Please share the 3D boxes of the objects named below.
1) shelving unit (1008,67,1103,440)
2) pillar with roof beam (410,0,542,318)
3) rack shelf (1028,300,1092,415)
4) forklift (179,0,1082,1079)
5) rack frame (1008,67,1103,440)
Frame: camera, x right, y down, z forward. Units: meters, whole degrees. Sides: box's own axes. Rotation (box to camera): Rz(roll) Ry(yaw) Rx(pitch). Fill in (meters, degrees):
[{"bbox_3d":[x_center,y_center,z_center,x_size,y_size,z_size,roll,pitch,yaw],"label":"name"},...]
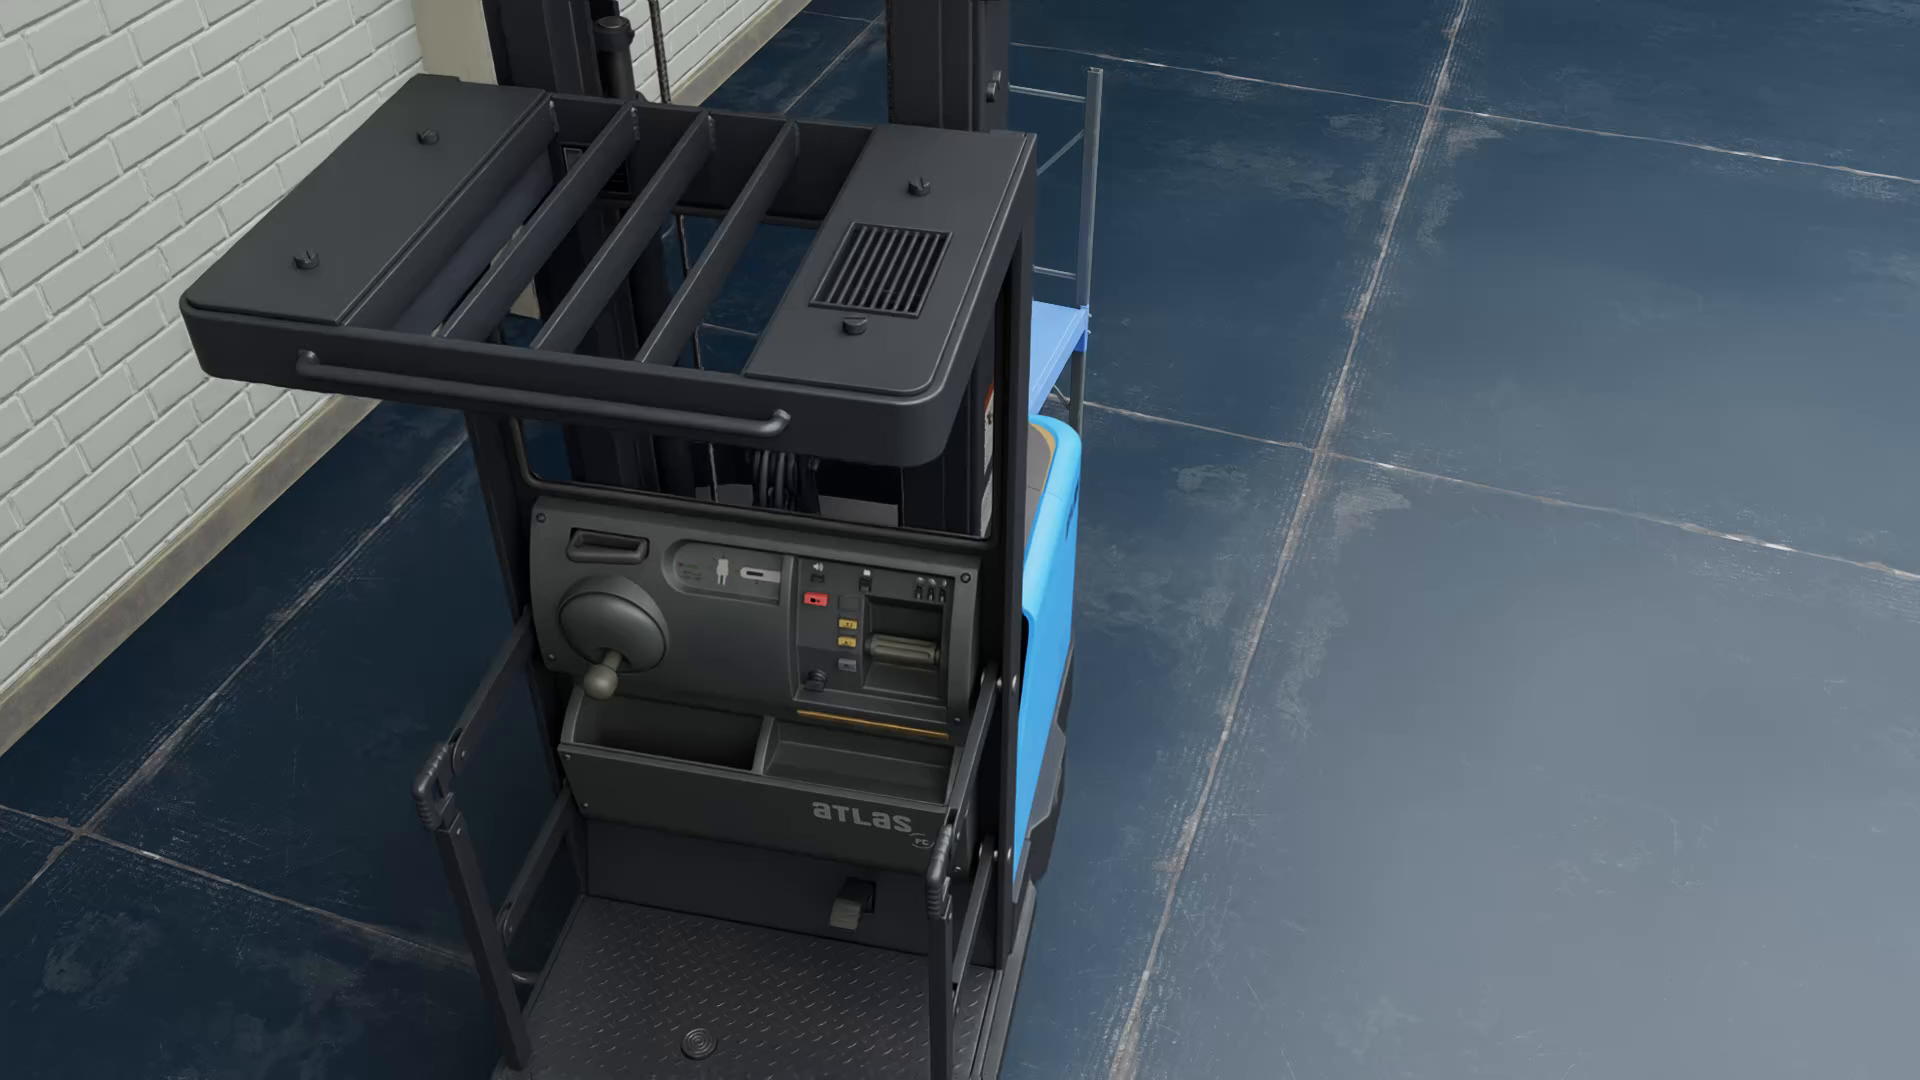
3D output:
[{"bbox_3d":[0.029,-0.623,5.324,0.538,1.500,1.048,13,42,15],"label":"shelving unit"},{"bbox_3d":[2.251,-3.531,2.955,9.100,9.000,0.400,13,42,15],"label":"pillar with roof beam"},{"bbox_3d":[0.029,-0.486,5.441,0.538,0.185,1.000,13,42,15],"label":"rack shelf"},{"bbox_3d":[-0.467,0.245,3.204,1.130,2.935,3.031,8,41,9],"label":"forklift"},{"bbox_3d":[0.203,-0.933,5.688,0.500,1.500,0.032,13,42,15],"label":"rack frame"}]
